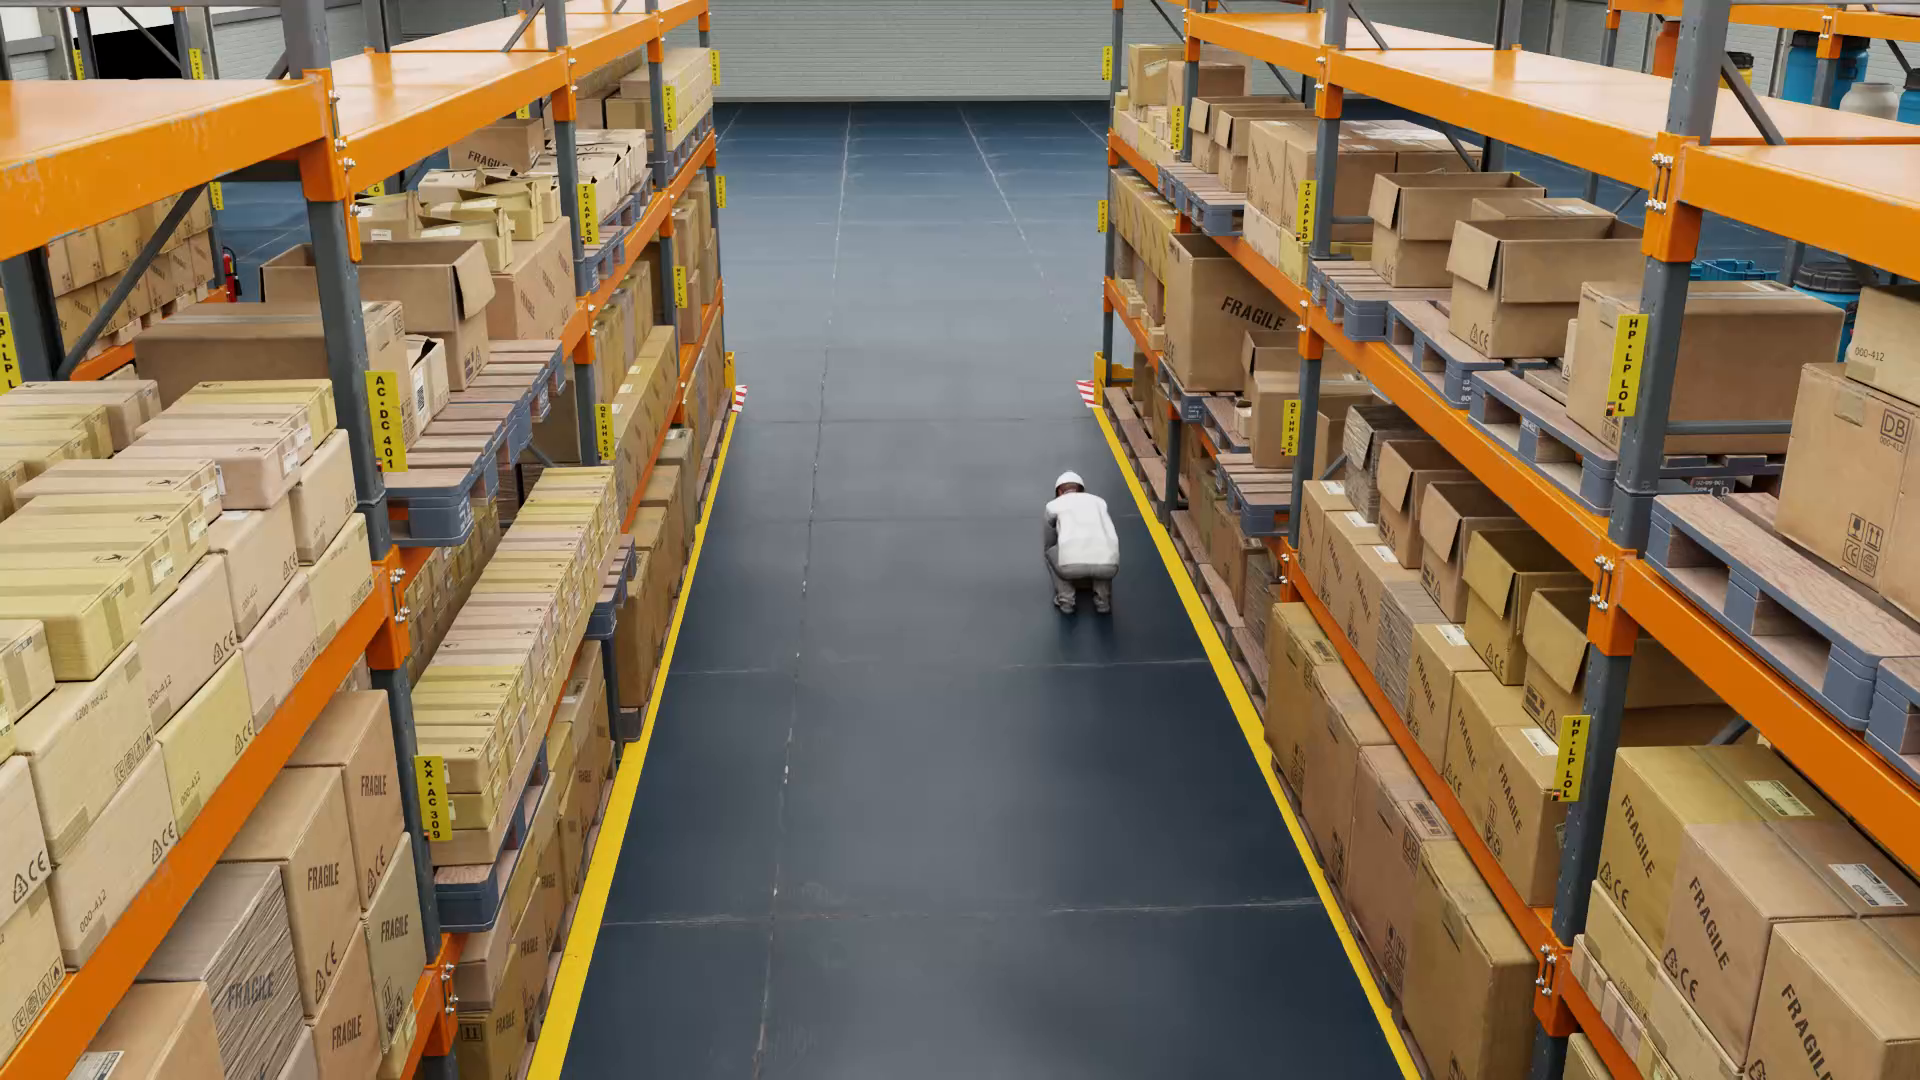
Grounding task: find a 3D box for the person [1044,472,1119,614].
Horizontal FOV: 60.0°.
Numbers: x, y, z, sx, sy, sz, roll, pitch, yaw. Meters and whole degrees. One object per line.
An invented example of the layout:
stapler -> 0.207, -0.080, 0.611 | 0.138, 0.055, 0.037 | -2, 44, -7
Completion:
person -> 0.892, 0.028, 12.267 | 0.531, 0.879, 0.919 | -1, 20, -3
